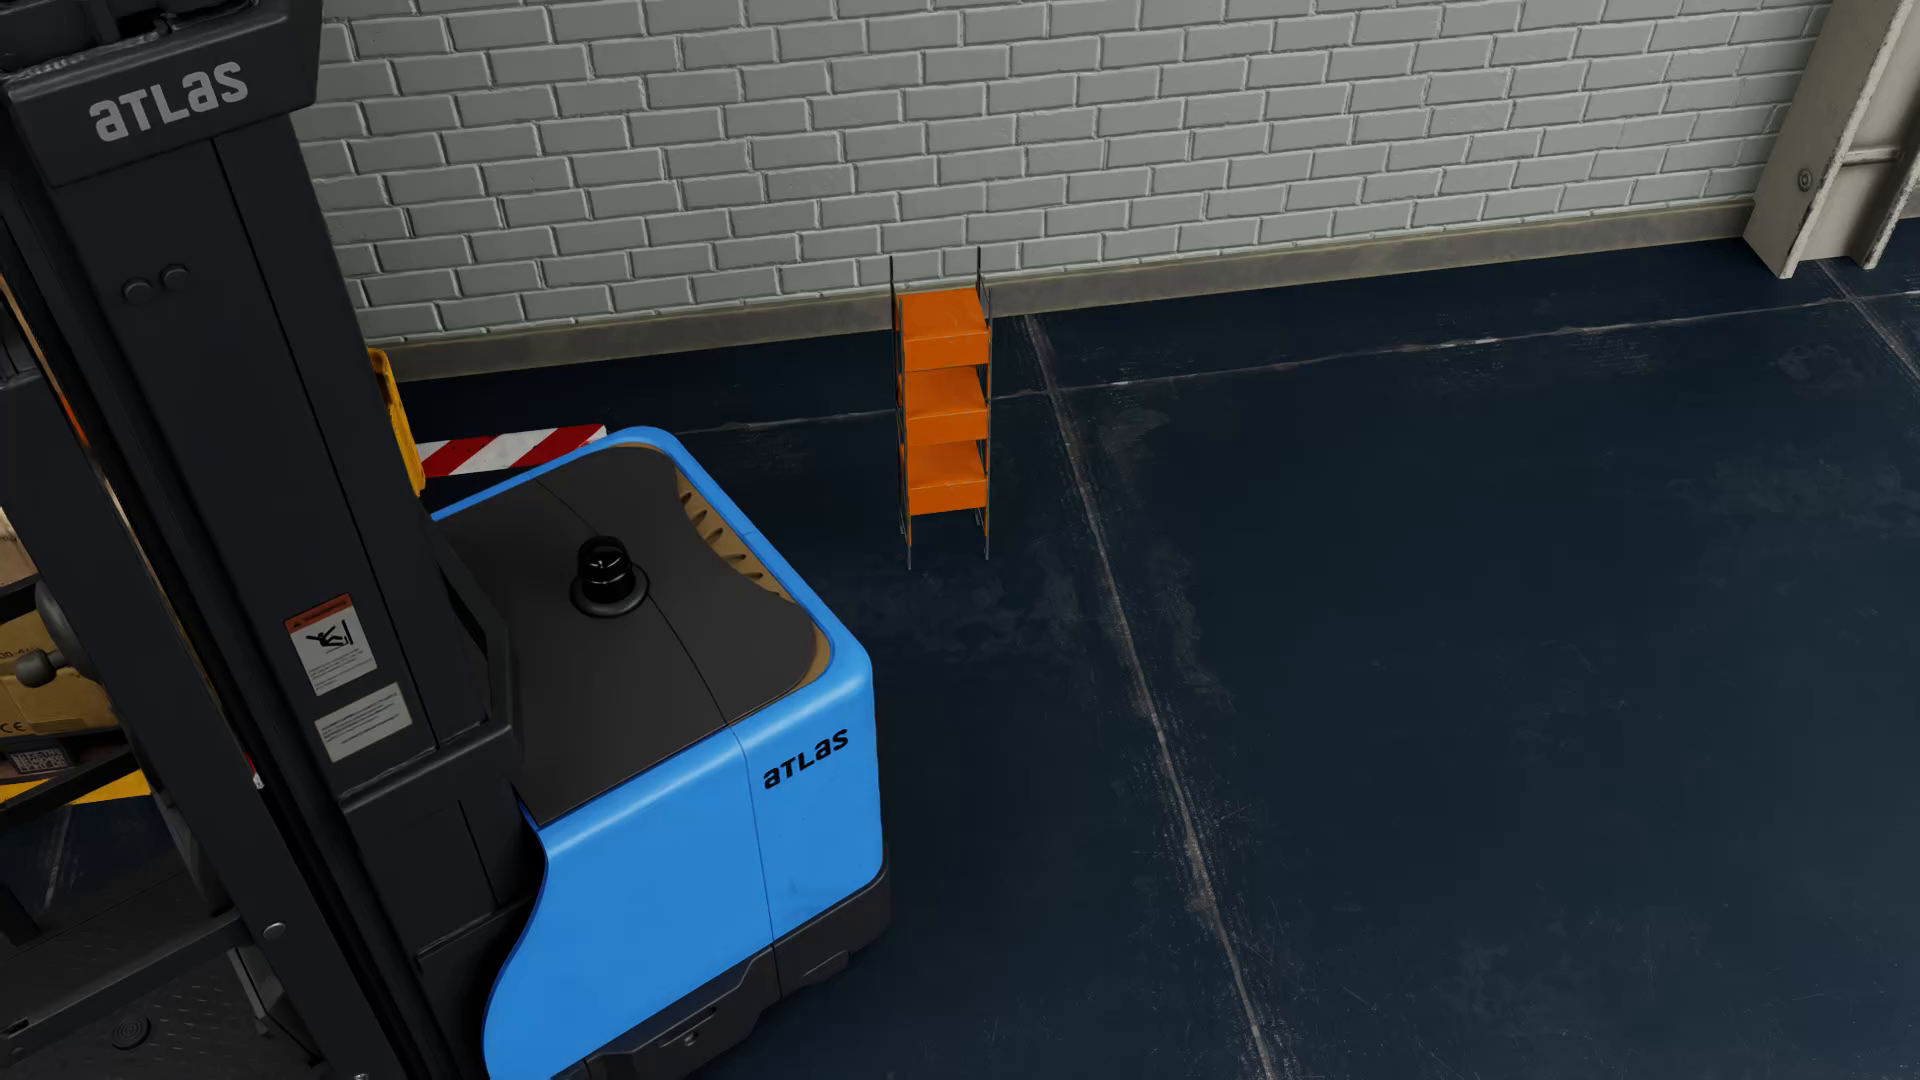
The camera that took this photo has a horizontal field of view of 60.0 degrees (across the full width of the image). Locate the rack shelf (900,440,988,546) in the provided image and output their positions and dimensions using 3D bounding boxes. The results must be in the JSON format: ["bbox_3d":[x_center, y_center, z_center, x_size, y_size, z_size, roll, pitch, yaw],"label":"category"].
[{"bbox_3d":[-0.053,-0.158,5.073,0.240,0.259,0.215,-7,46,-7],"label":"rack shelf"}]

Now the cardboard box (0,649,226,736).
[{"bbox_3d":[-2.267,0.235,4.558,0.500,0.250,0.500,-7,46,-7],"label":"cardboard box"}]

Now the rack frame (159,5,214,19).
[{"bbox_3d":[-1.858,-0.855,3.991,0.127,3.000,1.000,-7,46,-7],"label":"rack frame"}]

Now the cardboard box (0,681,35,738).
[{"bbox_3d":[-2.758,0.289,4.506,0.500,0.250,0.500,-7,46,-7],"label":"cardboard box"}]

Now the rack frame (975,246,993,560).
[{"bbox_3d":[0.067,-0.373,4.880,0.008,1.050,0.200,-7,46,-7],"label":"rack frame"}]

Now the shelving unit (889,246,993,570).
[{"bbox_3d":[-0.053,-0.358,4.866,0.252,1.050,0.215,-7,46,-7],"label":"shelving unit"}]

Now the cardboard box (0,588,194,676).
[{"bbox_3d":[-2.284,0.061,4.379,0.500,0.250,0.500,-8,47,-7],"label":"cardboard box"}]

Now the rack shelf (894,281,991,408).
[{"bbox_3d":[-0.053,-0.547,4.669,0.240,0.259,0.215,-7,46,-7],"label":"rack shelf"}]

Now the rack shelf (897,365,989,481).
[{"bbox_3d":[-0.053,-0.350,4.873,0.240,0.259,0.215,-7,46,-7],"label":"rack shelf"}]

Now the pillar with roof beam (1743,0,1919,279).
[{"bbox_3d":[3.949,-1.173,0.131,0.400,9.000,9.100,-7,46,-7],"label":"pillar with roof beam"}]

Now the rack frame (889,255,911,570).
[{"bbox_3d":[-0.173,-0.343,4.851,0.008,1.050,0.200,-7,46,-7],"label":"rack frame"}]

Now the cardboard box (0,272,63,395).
[{"bbox_3d":[-2.298,-0.643,3.717,0.500,0.500,0.500,-8,47,-8],"label":"cardboard box"}]

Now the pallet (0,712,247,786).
[{"bbox_3d":[-2.604,0.236,4.876,1.213,0.211,1.003,-7,46,-7],"label":"pallet"}]

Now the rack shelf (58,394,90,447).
[{"bbox_3d":[-3.828,-0.360,4.013,4.000,0.370,1.077,-7,46,-7],"label":"rack shelf"}]

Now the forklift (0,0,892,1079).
[{"bbox_3d":[-1.664,0.329,2.898,3.031,2.935,1.130,-28,52,-24],"label":"forklift"}]

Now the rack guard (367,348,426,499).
[{"bbox_3d":[-1.834,0.009,4.894,0.348,0.500,1.175,-7,46,-7],"label":"rack guard"}]

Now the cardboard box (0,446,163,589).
[{"bbox_3d":[-2.258,-0.116,4.202,0.500,0.250,0.500,-6,46,-5],"label":"cardboard box"}]
